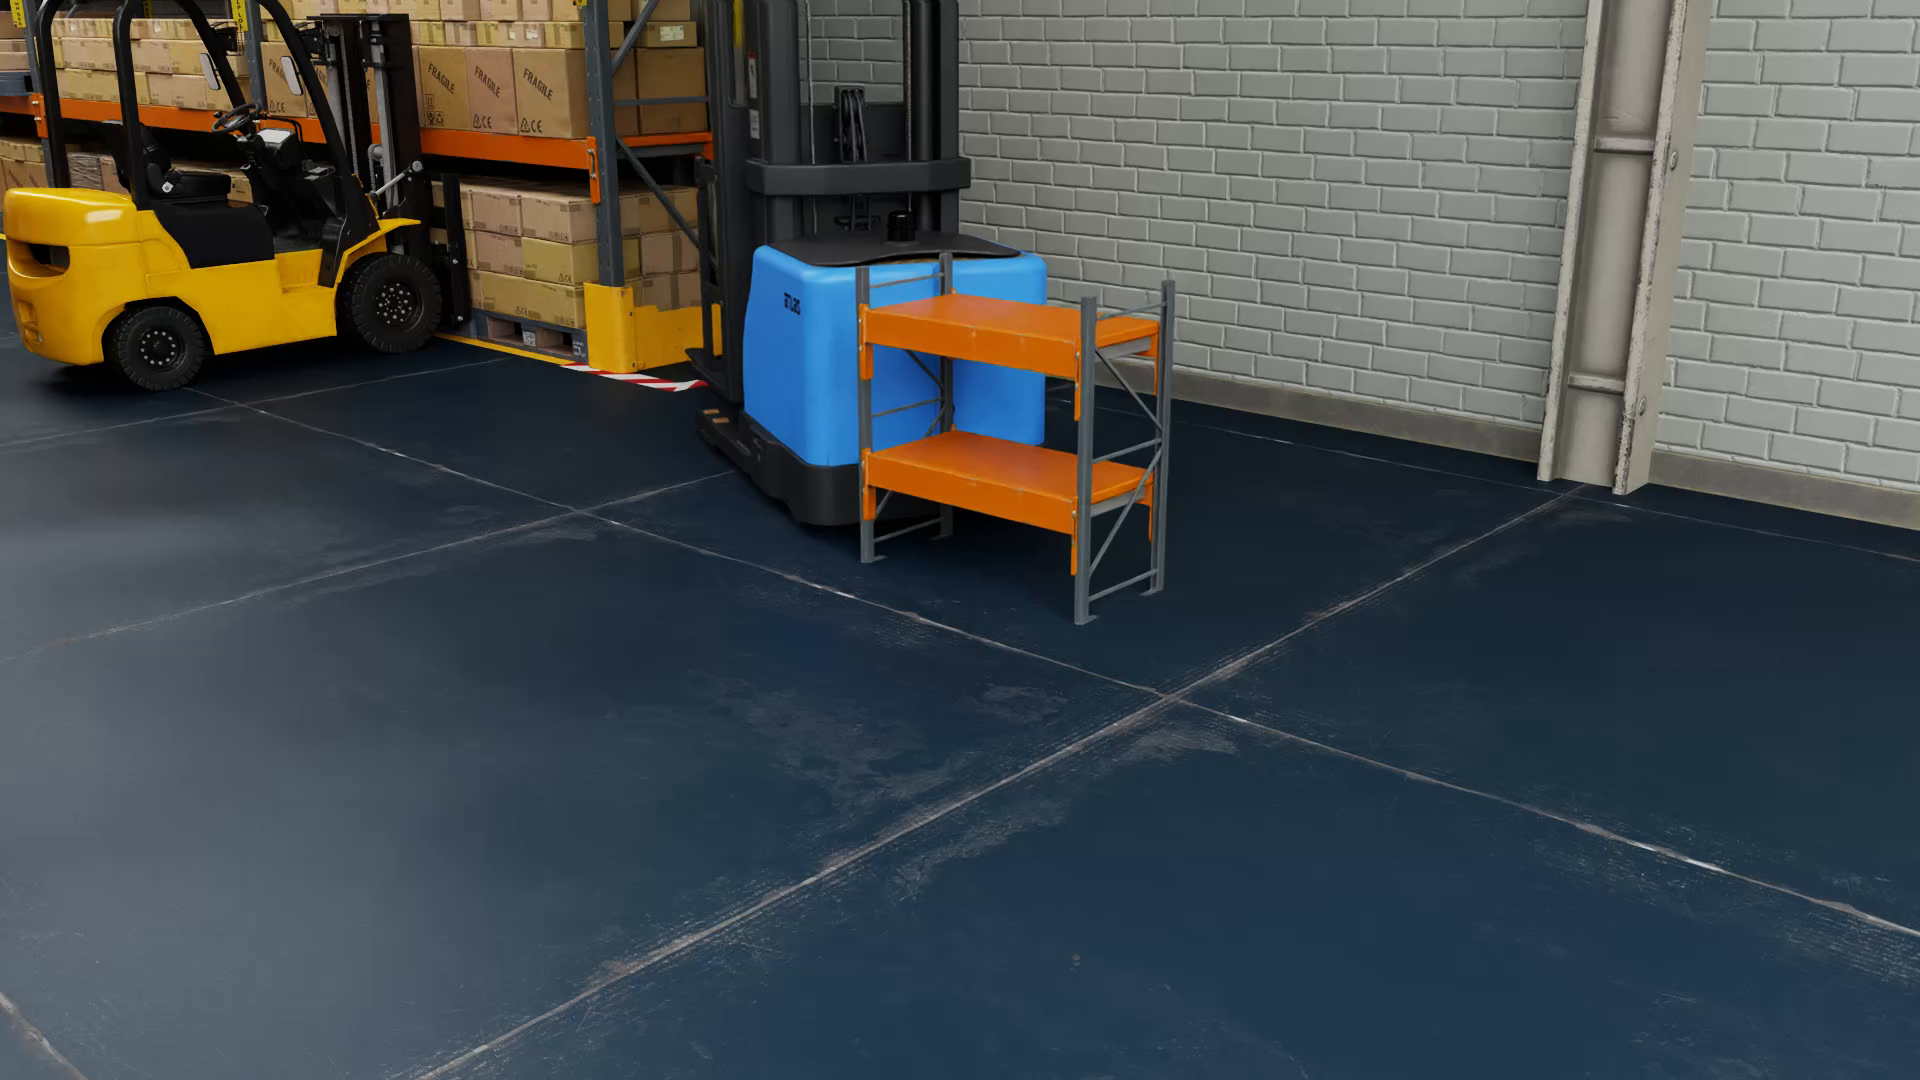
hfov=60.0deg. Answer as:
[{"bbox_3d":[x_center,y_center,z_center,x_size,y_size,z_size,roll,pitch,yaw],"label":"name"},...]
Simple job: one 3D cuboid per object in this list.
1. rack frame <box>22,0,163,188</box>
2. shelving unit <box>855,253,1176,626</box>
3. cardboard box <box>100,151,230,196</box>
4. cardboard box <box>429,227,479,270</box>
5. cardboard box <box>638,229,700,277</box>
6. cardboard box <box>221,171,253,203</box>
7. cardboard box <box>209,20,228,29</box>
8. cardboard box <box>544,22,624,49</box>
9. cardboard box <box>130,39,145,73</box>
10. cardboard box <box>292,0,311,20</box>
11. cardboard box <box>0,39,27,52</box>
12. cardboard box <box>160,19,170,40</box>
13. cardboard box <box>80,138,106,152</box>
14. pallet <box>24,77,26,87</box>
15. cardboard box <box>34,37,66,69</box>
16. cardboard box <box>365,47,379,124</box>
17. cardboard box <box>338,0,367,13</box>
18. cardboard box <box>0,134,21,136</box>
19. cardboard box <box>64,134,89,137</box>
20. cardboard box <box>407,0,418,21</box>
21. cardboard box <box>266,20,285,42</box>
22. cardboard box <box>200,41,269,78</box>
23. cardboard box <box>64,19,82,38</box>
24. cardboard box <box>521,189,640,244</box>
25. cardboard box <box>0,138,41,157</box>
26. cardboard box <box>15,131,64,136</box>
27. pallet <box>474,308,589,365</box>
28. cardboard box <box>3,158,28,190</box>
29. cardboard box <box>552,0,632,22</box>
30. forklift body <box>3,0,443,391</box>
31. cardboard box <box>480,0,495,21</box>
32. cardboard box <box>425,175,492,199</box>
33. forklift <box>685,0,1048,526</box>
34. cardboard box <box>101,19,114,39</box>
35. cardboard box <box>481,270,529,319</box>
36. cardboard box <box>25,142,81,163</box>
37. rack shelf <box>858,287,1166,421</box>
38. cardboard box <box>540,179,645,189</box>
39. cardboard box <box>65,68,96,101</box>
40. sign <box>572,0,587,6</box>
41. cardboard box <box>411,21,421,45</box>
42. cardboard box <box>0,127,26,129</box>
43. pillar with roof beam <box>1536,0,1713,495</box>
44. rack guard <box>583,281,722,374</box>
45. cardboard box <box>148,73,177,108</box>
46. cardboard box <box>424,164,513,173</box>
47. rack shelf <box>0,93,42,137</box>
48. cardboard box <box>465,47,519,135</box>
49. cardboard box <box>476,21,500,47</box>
[{"bbox_3d":[-7.709,-4.166,14.779,0.127,3.000,1.000,15,23,39],"label":"rack frame"},{"bbox_3d":[0.181,-0.401,6.017,1.048,1.125,0.538,15,23,39],"label":"shelving unit"},{"bbox_3d":[-6.758,-2.976,14.262,0.625,0.625,0.875,16,24,41],"label":"cardboard box"},{"bbox_3d":[-3.065,-1.916,10.716,0.500,0.250,0.500,14,23,38],"label":"cardboard box"},{"bbox_3d":[-1.940,-1.829,10.440,0.500,0.250,0.500,16,23,40],"label":"cardboard box"},{"bbox_3d":[-5.115,-2.533,12.866,0.625,0.625,0.875,16,24,42],"label":"cardboard box"},{"bbox_3d":[-5.325,-3.785,12.343,0.250,0.149,0.380,15,23,38],"label":"cardboard box"},{"bbox_3d":[-2.171,-2.922,9.624,0.250,0.149,0.380,15,23,40],"label":"cardboard box"},{"bbox_3d":[-6.387,-3.881,13.304,0.500,0.250,0.500,15,23,40],"label":"cardboard box"},{"bbox_3d":[-4.409,-3.702,11.588,0.250,0.149,0.380,15,23,40],"label":"cardboard box"},{"bbox_3d":[-8.713,-4.433,15.175,0.500,0.250,0.500,14,22,37],"label":"cardboard box"},{"bbox_3d":[-5.913,-3.936,12.818,0.250,0.149,0.380,14,23,38],"label":"cardboard box"},{"bbox_3d":[-8.073,-3.718,15.735,0.250,0.149,0.380,16,24,41],"label":"cardboard box"},{"bbox_3d":[-9.167,-4.464,16.035,1.213,0.211,1.003,15,23,39],"label":"pallet"},{"bbox_3d":[-7.556,-4.182,14.253,0.500,0.250,0.500,15,23,39],"label":"cardboard box"},{"bbox_3d":[-3.779,-3.060,11.129,0.500,0.500,0.500,15,23,39],"label":"cardboard box"},{"bbox_3d":[-3.887,-3.528,11.040,0.250,0.149,0.380,15,23,38],"label":"cardboard box"},{"bbox_3d":[-9.370,-3.859,16.178,0.250,0.149,0.380,15,23,39],"label":"cardboard box"},{"bbox_3d":[-8.682,-3.867,16.204,0.250,0.149,0.380,14,23,38],"label":"cardboard box"},{"bbox_3d":[-3.285,-3.389,10.602,0.250,0.149,0.380,15,23,40],"label":"cardboard box"},{"bbox_3d":[-4.654,-3.596,11.746,0.250,0.149,0.380,15,23,38],"label":"cardboard box"},{"bbox_3d":[-5.254,-3.570,12.324,0.500,0.250,0.500,14,23,38],"label":"cardboard box"},{"bbox_3d":[-7.257,-4.293,13.942,0.250,0.149,0.380,16,24,41],"label":"cardboard box"},{"bbox_3d":[-2.277,-1.947,9.988,0.500,0.250,0.500,16,24,41],"label":"cardboard box"},{"bbox_3d":[-8.806,-3.699,15.675,0.250,0.149,0.380,16,24,41],"label":"cardboard box"},{"bbox_3d":[-9.238,-4.028,16.710,0.250,0.149,0.380,15,23,40],"label":"cardboard box"},{"bbox_3d":[-2.325,-1.374,10.593,1.213,0.211,1.003,15,23,39],"label":"pallet"},{"bbox_3d":[-8.536,-3.314,15.532,0.500,0.500,0.500,15,23,38],"label":"cardboard box"},{"bbox_3d":[-2.134,-3.082,9.636,0.250,0.149,0.380,15,23,39],"label":"cardboard box"},{"bbox_3d":[-4.355,-2.123,9.745,1.214,2.155,2.313,15,23,39],"label":"forklift body"},{"bbox_3d":[-2.689,-3.238,10.126,0.250,0.149,0.380,15,23,40],"label":"cardboard box"},{"bbox_3d":[-3.421,-2.251,10.945,0.500,0.250,0.500,14,23,38],"label":"cardboard box"},{"bbox_3d":[-0.649,-1.858,7.620,1.130,2.935,3.031,-7,19,-21],"label":"forklift"},{"bbox_3d":[-6.694,-4.135,13.445,0.250,0.149,0.380,16,23,40],"label":"cardboard box"},{"bbox_3d":[-2.653,-1.574,10.463,0.500,0.250,0.500,15,23,39],"label":"cardboard box"},{"bbox_3d":[-8.247,-3.525,15.127,0.250,0.149,0.380,14,22,37],"label":"cardboard box"},{"bbox_3d":[0.181,-0.680,5.929,1.000,0.278,0.538,15,23,39],"label":"rack shelf"},{"bbox_3d":[-2.336,-2.164,10.671,0.500,0.250,0.500,15,23,39],"label":"cardboard box"},{"bbox_3d":[-7.167,-3.848,14.025,0.500,0.250,0.500,14,23,38],"label":"cardboard box"},{"bbox_3d":[-2.096,-3.104,9.128,0.005,0.325,0.100,15,23,39],"label":"sign"},{"bbox_3d":[-3.274,-3.245,10.640,0.250,0.149,0.380,15,23,39],"label":"cardboard box"},{"bbox_3d":[-9.847,-4.180,17.188,0.250,0.149,0.380,15,23,40],"label":"cardboard box"},{"bbox_3d":[-0.018,-3.584,3.028,0.400,9.000,9.100,15,23,39],"label":"pillar with roof beam"},{"bbox_3d":[-1.708,-1.363,10.080,0.348,0.500,1.175,15,23,39],"label":"rack guard"},{"bbox_3d":[-5.999,-3.539,13.053,0.500,0.250,0.500,15,23,40],"label":"cardboard box"},{"bbox_3d":[-3.463,-2.471,11.636,0.500,0.250,0.500,15,23,40],"label":"cardboard box"},{"bbox_3d":[-9.205,-4.224,16.153,4.000,0.370,1.077,15,23,39],"label":"rack shelf"},{"bbox_3d":[-2.650,-2.753,10.161,0.500,0.500,0.500,16,24,41],"label":"cardboard box"},{"bbox_3d":[-2.713,-3.085,10.137,0.250,0.149,0.380,15,23,39],"label":"cardboard box"}]
